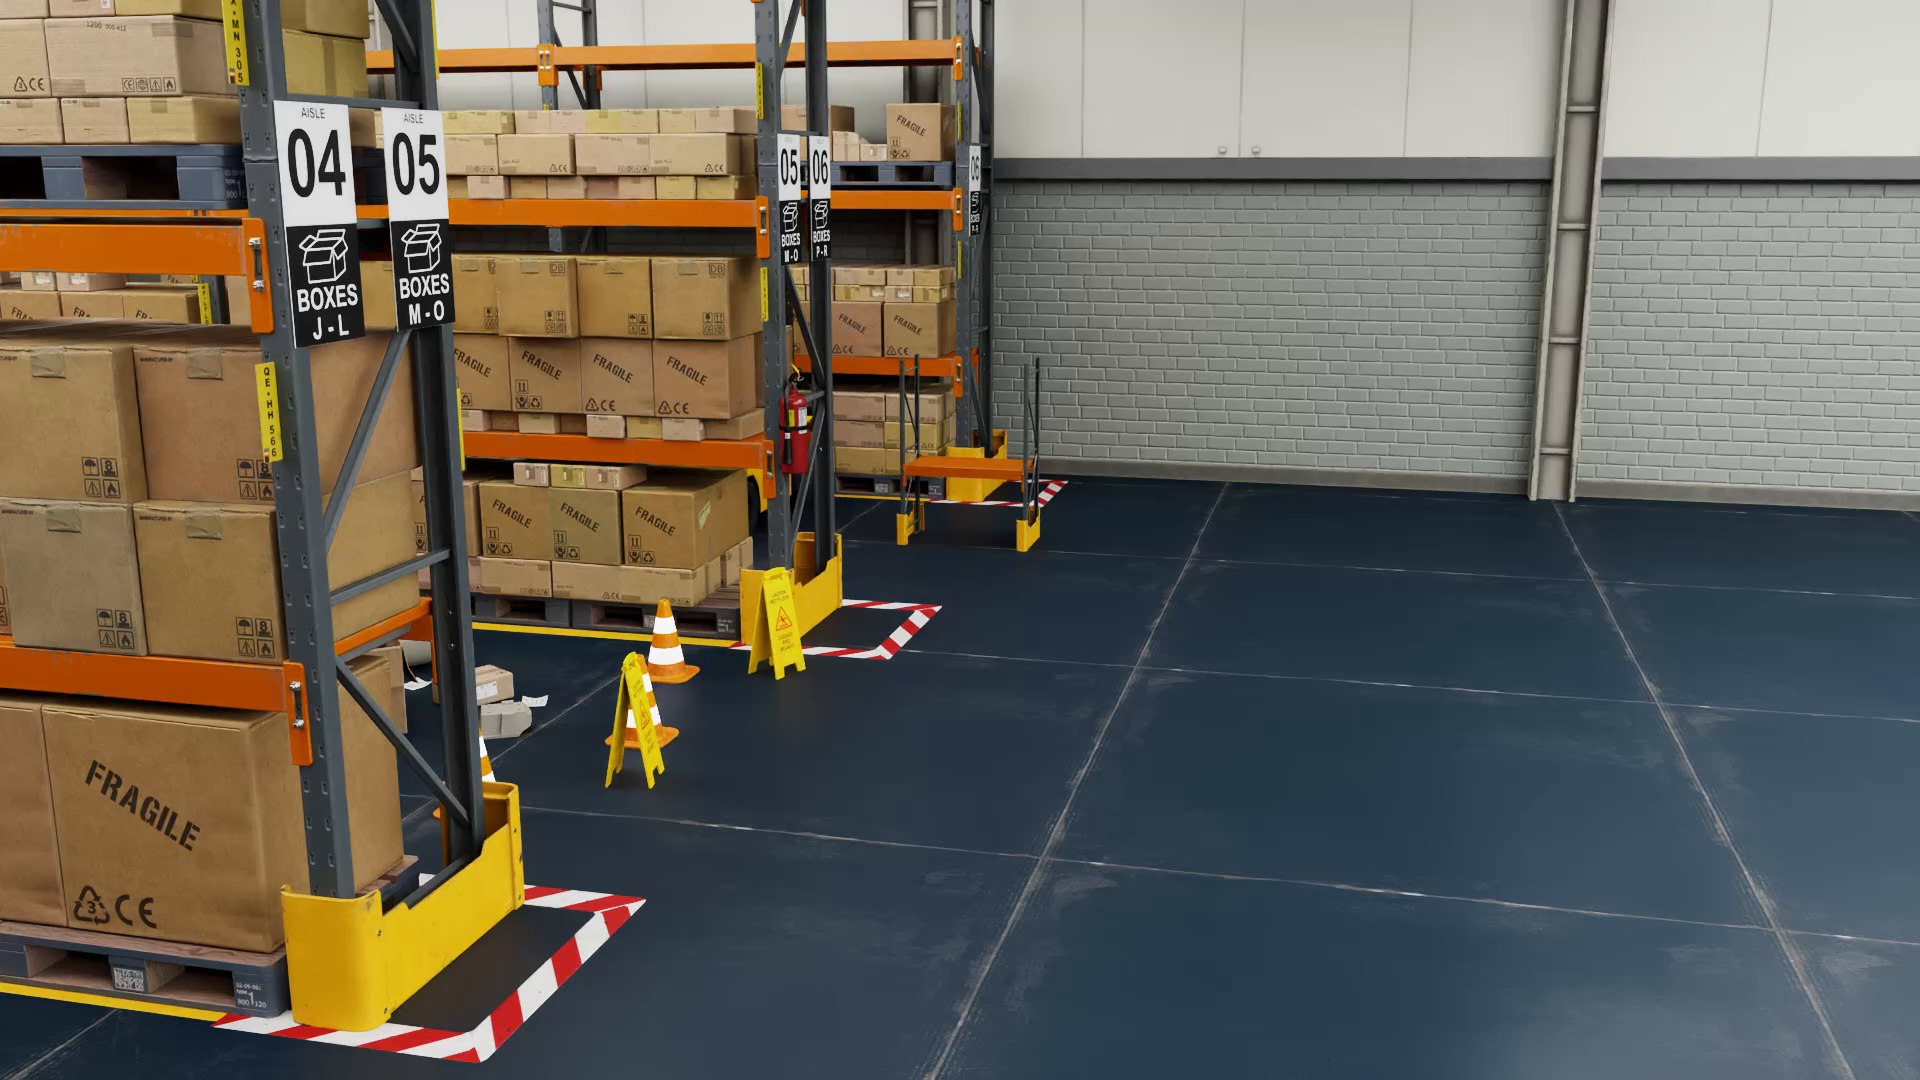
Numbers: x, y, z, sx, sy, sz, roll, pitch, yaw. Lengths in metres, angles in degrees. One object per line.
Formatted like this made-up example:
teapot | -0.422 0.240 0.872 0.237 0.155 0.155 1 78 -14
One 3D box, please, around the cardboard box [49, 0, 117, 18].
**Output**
cardboard box | -2.782 -1.797 5.521 0.250 0.149 0.380 3 13 14

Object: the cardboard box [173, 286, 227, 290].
cardboard box | -5.314 -1.590 12.088 0.500 0.500 0.500 3 13 15

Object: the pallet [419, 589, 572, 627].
pallet | -3.079 0.345 11.691 1.213 0.211 1.003 3 13 14

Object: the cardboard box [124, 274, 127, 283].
cardboard box | -6.379 -1.956 12.238 0.250 0.149 0.380 4 13 17

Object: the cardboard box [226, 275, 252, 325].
cardboard box | -4.552 -1.720 11.336 0.500 0.500 0.700 3 13 13

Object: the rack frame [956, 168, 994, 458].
rack frame | 0.142 -1.943 15.565 0.127 3.000 1.000 3 13 14

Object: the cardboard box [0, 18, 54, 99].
cardboard box | -3.159 -1.636 5.715 0.500 0.250 0.500 3 13 14

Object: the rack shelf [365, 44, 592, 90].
rack shelf | -5.684 -4.637 16.440 4.000 0.370 1.077 3 13 14

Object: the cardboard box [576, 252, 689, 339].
cardboard box | -2.082 -1.589 10.747 0.500 0.500 0.700 3 13 14

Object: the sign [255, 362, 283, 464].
sign | -2.275 -0.420 5.482 0.005 0.325 0.100 3 13 14

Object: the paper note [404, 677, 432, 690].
paper note | -3.227 0.850 9.858 0.142 0.019 0.148 8 15 33

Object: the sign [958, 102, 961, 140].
sign | -0.002 -3.687 14.642 0.005 0.325 0.100 3 13 14

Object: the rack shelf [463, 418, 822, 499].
rack shelf | -2.986 -0.651 11.406 4.000 0.370 1.077 3 13 14

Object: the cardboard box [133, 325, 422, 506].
cardboard box | -2.483 -0.480 6.135 0.550 0.550 0.875 3 13 14

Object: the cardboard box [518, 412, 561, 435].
cardboard box | -2.717 -0.802 11.005 0.250 0.149 0.380 3 13 13

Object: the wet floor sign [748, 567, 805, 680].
wet floor sign | -1.116 0.485 10.056 0.232 0.644 0.267 8 15 33

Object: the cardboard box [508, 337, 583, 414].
cardboard box | -2.607 -1.117 10.924 0.500 0.500 0.500 3 13 13

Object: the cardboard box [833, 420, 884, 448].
cardboard box | -0.890 -1.037 15.709 0.500 0.250 0.500 3 13 13

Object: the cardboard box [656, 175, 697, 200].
cardboard box | -1.707 -2.206 10.408 0.250 0.149 0.380 3 13 14

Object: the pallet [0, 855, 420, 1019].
pallet | -2.927 1.484 6.559 1.213 0.211 1.003 3 13 14

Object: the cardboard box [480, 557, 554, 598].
cardboard box | -2.904 0.199 11.292 0.500 0.250 0.500 3 13 12

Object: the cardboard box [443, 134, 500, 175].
cardboard box | -3.089 -2.483 10.735 0.500 0.250 0.500 3 13 14

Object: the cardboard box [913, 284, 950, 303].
cardboard box | -0.262 -2.267 15.300 0.250 0.149 0.380 3 13 14

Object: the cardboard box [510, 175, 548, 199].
cardboard box | -2.694 -2.273 10.706 0.250 0.149 0.380 3 13 12

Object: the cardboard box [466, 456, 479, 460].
cardboard box | -3.795 -0.335 11.965 0.500 0.500 0.500 3 13 15

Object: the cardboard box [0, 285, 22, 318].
cardboard box | -6.921 -1.562 11.960 0.500 0.500 0.500 3 13 11

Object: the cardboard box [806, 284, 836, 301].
cardboard box | -1.263 -2.320 15.537 0.250 0.149 0.380 3 13 12

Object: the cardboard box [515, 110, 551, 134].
cardboard box | -2.654 -2.673 10.672 0.250 0.149 0.380 3 13 12

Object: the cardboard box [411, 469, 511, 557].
cardboard box | -3.394 -0.195 11.336 0.500 0.500 0.500 4 13 16

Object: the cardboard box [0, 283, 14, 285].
cardboard box | -7.308 -1.697 12.572 0.500 0.500 0.500 2 13 10

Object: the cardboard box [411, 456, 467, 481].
cardboard box | -3.551 -0.506 11.238 0.250 0.149 0.380 4 13 17

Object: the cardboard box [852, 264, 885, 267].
cardboard box | -0.876 -2.563 15.947 0.250 0.149 0.380 3 13 14

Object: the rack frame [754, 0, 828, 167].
rack frame | -1.044 -3.828 10.210 0.127 3.000 1.000 3 13 14

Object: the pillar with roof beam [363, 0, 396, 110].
pillar with roof beam | -7.175 -4.503 13.256 0.400 9.000 9.100 3 13 14

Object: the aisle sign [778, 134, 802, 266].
aisle sign | -1.053 -2.104 10.289 0.004 0.787 0.394 3 13 14

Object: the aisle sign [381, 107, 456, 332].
aisle sign | -1.991 -1.181 6.131 0.004 0.787 0.394 3 13 14

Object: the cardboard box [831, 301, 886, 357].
cardboard box | -0.901 -1.991 15.551 0.500 0.500 0.500 3 13 15

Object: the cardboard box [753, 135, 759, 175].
cardboard box | -1.468 -2.517 10.889 0.500 0.250 0.500 3 13 13

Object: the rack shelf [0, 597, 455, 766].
rack shelf | -4.074 0.395 6.690 4.000 0.370 1.077 3 13 14

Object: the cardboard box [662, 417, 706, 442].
cardboard box | -1.731 -0.740 10.726 0.250 0.149 0.380 3 13 13

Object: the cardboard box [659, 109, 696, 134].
cardboard box | -1.684 -2.607 10.372 0.250 0.149 0.380 3 13 15

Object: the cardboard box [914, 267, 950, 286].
cardboard box | -0.257 -2.428 15.336 0.250 0.149 0.380 3 13 14

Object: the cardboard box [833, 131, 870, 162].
cardboard box | -0.982 -3.588 15.164 0.258 0.266 0.396 3 13 14

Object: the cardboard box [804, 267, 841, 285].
cardboard box | -1.267 -2.461 15.484 0.250 0.149 0.380 3 13 15

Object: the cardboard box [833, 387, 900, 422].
cardboard box | -0.877 -1.277 15.635 0.500 0.250 0.500 3 13 15

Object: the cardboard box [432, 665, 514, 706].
cardboard box | -2.800 0.850 9.560 0.250 0.149 0.380 12 17 43

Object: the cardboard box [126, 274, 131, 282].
cardboard box | -9.254 -2.659 17.586 0.637 0.503 0.797 3 13 12

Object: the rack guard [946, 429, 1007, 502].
rack guard | 0.165 -0.721 15.831 0.348 0.500 1.175 3 13 14

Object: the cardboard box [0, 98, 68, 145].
cardboard box | -3.030 -1.421 5.666 0.250 0.149 0.380 3 13 14

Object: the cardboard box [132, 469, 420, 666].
cardboard box | -2.503 0.064 6.172 0.550 0.550 0.875 3 13 14

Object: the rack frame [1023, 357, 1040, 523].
rack frame | 0.576 -0.701 13.432 0.032 1.500 0.500 3 13 14

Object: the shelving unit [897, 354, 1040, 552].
shelving unit | 0.074 -0.728 13.553 1.083 1.500 0.587 3 13 14

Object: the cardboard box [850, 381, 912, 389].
cardboard box | -0.766 -1.384 16.115 0.500 0.250 0.500 3 13 14
